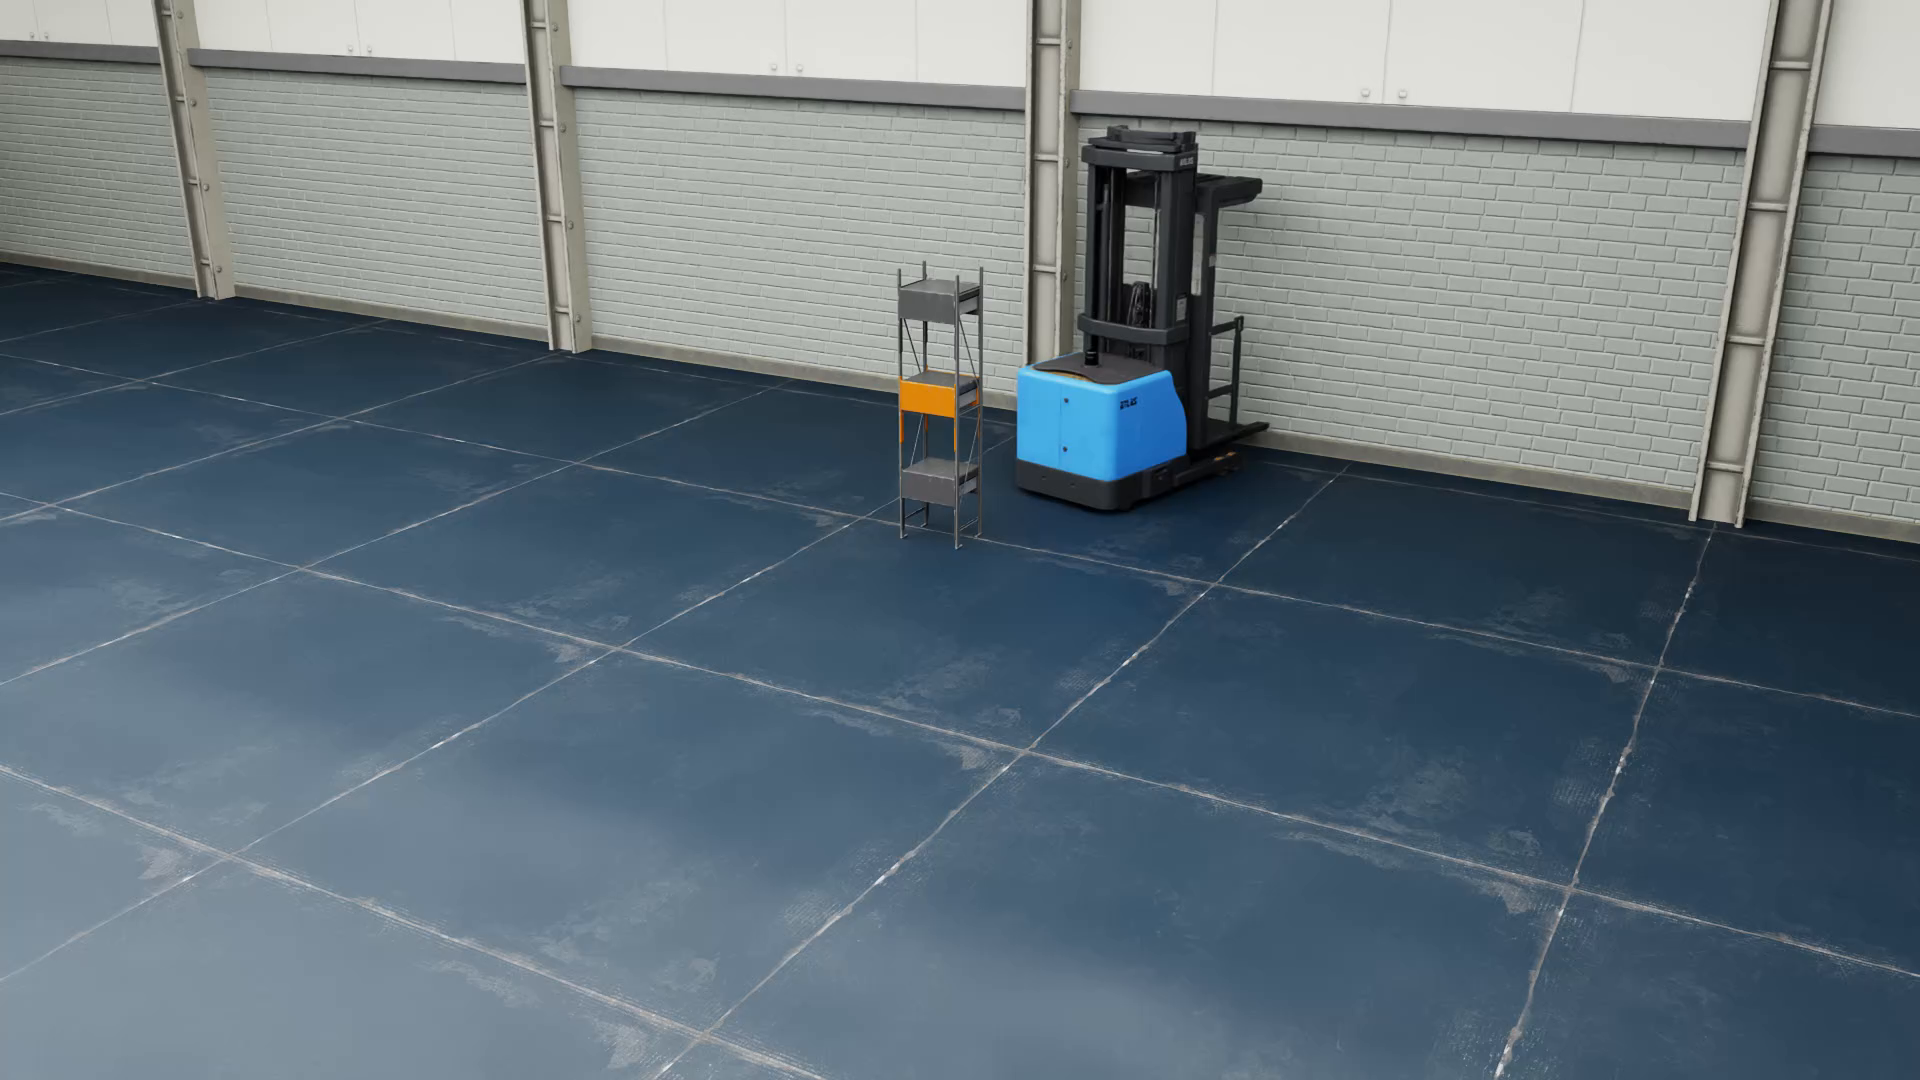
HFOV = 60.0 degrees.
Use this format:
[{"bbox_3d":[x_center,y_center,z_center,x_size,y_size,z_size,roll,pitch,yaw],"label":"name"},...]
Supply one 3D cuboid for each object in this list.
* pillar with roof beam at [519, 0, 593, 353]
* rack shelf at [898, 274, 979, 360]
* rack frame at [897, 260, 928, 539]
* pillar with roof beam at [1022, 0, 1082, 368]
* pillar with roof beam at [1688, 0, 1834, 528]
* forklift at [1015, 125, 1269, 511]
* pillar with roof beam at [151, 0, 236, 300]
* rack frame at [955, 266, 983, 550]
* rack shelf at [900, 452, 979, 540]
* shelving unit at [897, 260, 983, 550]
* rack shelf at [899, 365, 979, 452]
[{"bbox_3d":[-6.500,-5.116,13.774,0.400,9.000,9.100,11,23,27],"label":"pillar with roof beam"},{"bbox_3d":[-0.144,-1.660,12.349,0.480,0.518,0.431,11,23,27],"label":"rack shelf"},{"bbox_3d":[-0.358,-1.055,12.695,0.015,2.100,0.400,11,23,27],"label":"rack frame"},{"bbox_3d":[-1.262,-4.119,11.023,0.400,9.000,9.100,11,23,27],"label":"pillar with roof beam"},{"bbox_3d":[3.976,-3.121,8.272,0.400,9.000,9.100,11,23,27],"label":"pillar with roof beam"},{"bbox_3d":[1.822,-2.037,14.181,1.130,2.935,3.031,17,26,39],"label":"forklift"},{"bbox_3d":[-11.738,-6.114,16.524,0.400,9.000,9.100,11,23,27],"label":"pillar with roof beam"},{"bbox_3d":[0.069,-0.974,12.471,0.015,2.100,0.400,11,23,27],"label":"rack frame"},{"bbox_3d":[-0.144,-0.344,12.826,0.480,0.518,0.431,11,23,27],"label":"rack shelf"},{"bbox_3d":[-0.144,-1.015,12.583,0.503,2.100,0.431,11,23,27],"label":"shelving unit"},{"bbox_3d":[-0.144,-1.002,12.588,0.480,0.518,0.431,11,23,27],"label":"rack shelf"}]
